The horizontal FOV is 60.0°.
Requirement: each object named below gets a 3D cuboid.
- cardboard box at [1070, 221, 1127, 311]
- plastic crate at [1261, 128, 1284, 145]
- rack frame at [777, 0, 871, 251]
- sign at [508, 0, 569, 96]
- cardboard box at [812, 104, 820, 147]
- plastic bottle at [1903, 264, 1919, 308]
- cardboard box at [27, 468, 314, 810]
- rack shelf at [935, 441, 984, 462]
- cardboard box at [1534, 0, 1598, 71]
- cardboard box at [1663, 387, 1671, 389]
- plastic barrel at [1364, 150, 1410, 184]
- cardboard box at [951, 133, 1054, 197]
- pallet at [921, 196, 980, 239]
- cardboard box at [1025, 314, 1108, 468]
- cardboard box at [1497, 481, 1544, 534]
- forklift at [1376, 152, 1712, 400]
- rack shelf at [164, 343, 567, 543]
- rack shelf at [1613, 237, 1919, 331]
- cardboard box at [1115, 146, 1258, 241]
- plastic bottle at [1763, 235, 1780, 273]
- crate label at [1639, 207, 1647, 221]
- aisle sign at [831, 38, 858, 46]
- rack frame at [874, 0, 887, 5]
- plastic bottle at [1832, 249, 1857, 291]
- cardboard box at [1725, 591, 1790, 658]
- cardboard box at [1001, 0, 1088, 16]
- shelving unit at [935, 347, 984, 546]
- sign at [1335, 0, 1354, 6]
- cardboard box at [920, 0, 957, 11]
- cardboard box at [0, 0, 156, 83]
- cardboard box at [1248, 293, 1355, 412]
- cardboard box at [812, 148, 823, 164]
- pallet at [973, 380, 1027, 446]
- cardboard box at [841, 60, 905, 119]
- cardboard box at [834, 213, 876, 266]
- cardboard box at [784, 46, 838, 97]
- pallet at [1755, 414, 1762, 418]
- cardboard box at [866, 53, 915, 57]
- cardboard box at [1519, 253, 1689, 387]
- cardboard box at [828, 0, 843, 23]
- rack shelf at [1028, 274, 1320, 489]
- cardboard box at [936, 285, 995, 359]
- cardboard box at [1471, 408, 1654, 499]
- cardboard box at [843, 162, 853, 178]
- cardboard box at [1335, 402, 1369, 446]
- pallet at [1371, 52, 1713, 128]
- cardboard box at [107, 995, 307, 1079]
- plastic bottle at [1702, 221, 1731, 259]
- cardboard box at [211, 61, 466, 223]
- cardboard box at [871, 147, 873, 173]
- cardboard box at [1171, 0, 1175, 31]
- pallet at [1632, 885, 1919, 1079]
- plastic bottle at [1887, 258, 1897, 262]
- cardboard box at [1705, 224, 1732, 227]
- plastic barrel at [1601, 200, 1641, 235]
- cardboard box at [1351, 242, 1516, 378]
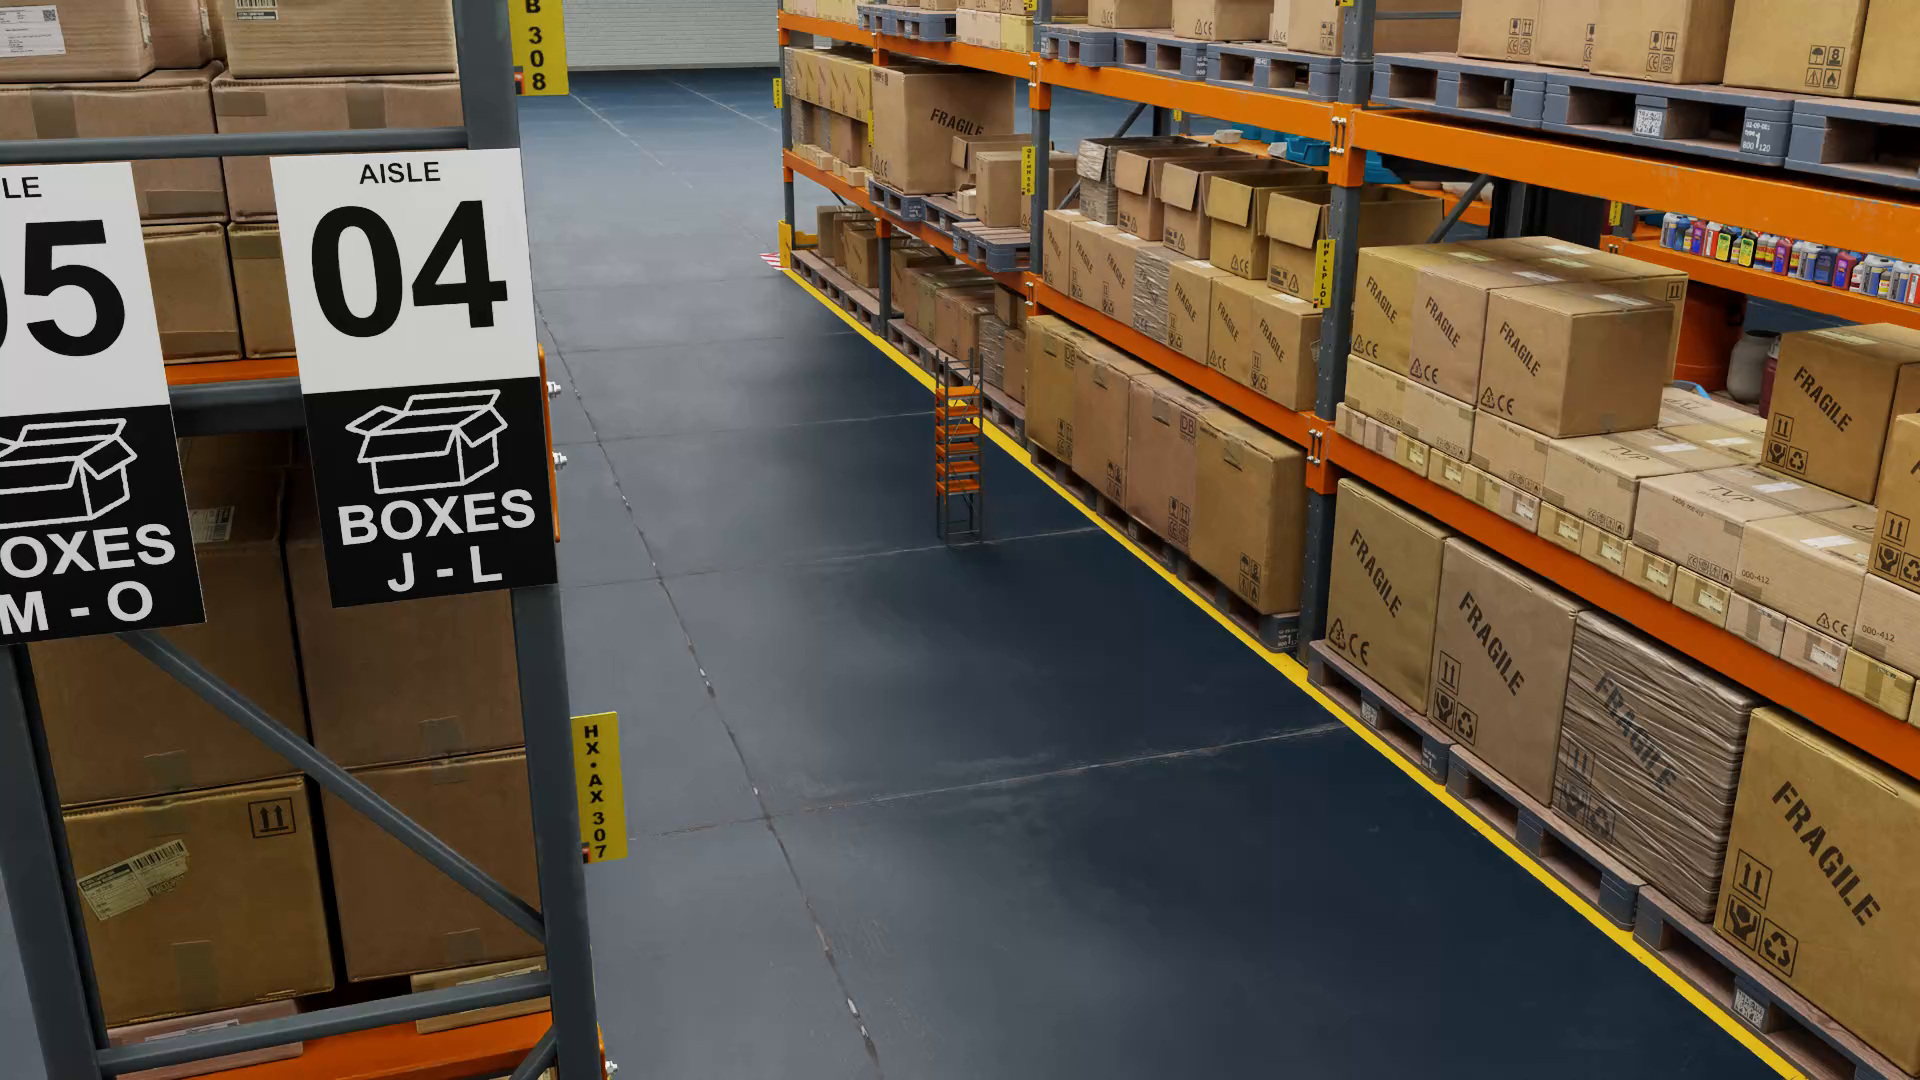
[{"bbox_3d":[1.046,-1.797,10.833,0.500,0.500,0.500,-7,21,-19],"label":"cardboard box"},{"bbox_3d":[3.815,-4.785,19.522,0.499,0.251,0.408,-6,21,-17],"label":"plastic crate"},{"bbox_3d":[-1.527,-4.667,18.973,1.000,3.000,0.127,-6,21,-17],"label":"rack frame"},{"bbox_3d":[-0.724,-0.919,2.807,0.100,0.325,0.005,-6,21,-17],"label":"sign"},{"bbox_3d":[-1.110,-4.527,17.995,0.875,0.500,0.500,-6,21,-17],"label":"cardboard box"},{"bbox_3d":[6.242,-1.655,10.771,0.152,0.276,0.135,-6,21,-17],"label":"plastic bottle"},{"bbox_3d":[-1.619,0.184,3.400,0.500,0.500,0.500,-7,21,-18],"label":"cardboard box"},{"bbox_3d":[-0.005,-0.528,10.242,0.258,0.103,0.180,-6,21,-17],"label":"rack shelf"},{"bbox_3d":[2.712,-2.102,6.476,0.700,0.500,0.500,-5,20,-14],"label":"cardboard box"},{"bbox_3d":[2.797,-0.606,7.448,0.500,0.250,0.500,-6,21,-16],"label":"cardboard box"},{"bbox_3d":[4.266,-3.989,16.344,0.600,0.901,0.708,-6,21,-17],"label":"plastic barrel"},{"bbox_3d":[0.362,-3.083,13.789,0.797,0.503,0.637,-4,20,-12],"label":"cardboard box"},{"bbox_3d":[0.326,-2.640,13.614,1.003,0.211,1.213,-6,21,-17],"label":"pallet"},{"bbox_3d":[1.184,-1.074,11.491,1.225,0.875,0.875,-7,21,-20],"label":"cardboard box"},{"bbox_3d":[2.429,-0.152,6.773,0.380,0.149,0.250,-6,21,-17],"label":"cardboard box"},{"bbox_3d":[2.834,-1.269,9.614,3.031,2.935,1.130,5,20,12],"label":"forklift"},{"bbox_3d":[-1.867,-0.753,4.702,1.077,0.370,4.000,-6,21,-17],"label":"rack shelf"},{"bbox_3d":[6.318,-1.646,11.625,1.077,0.370,4.000,-6,21,-17],"label":"rack shelf"},{"bbox_3d":[1.404,-2.173,10.398,0.797,0.503,0.637,-6,21,-16],"label":"cardboard box"},{"bbox_3d":[5.819,-2.056,11.892,0.097,0.271,0.097,0,20,0],"label":"plastic bottle"},{"bbox_3d":[5.633,-2.990,14.252,0.502,0.435,0.616,-6,21,-17],"label":"crate label"},{"bbox_3d":[-1.262,-5.942,18.677,0.394,0.787,0.004,-6,21,-17],"label":"aisle sign"},{"bbox_3d":[-0.270,-6.207,14.385,1.000,3.000,0.127,-6,21,-17],"label":"rack frame"},{"bbox_3d":[6.011,-1.846,11.290,0.061,0.283,0.133,-6,21,-17],"label":"plastic bottle"},{"bbox_3d":[2.838,0.262,5.622,0.380,0.149,0.250,-6,21,-16],"label":"cardboard box"},{"bbox_3d":[0.600,-3.920,11.569,0.500,0.500,0.500,-6,21,-16],"label":"cardboard box"},{"bbox_3d":[-0.005,-0.569,10.227,0.258,1.200,0.189,-6,21,-17],"label":"shelving unit"},{"bbox_3d":[1.732,-2.559,7.435,0.100,0.325,0.005,-6,21,-17],"label":"sign"},{"bbox_3d":[0.080,-4.578,13.513,0.797,0.503,0.637,-6,20,-15],"label":"cardboard box"},{"bbox_3d":[-1.622,-0.877,2.877,0.380,0.149,0.250,-7,21,-18],"label":"cardboard box"},{"bbox_3d":[1.838,-0.984,8.572,0.500,0.500,0.500,-6,21,-17],"label":"cardboard box"},{"bbox_3d":[-1.369,-4.109,17.790,0.380,0.149,0.250,-6,21,-17],"label":"cardboard box"},{"bbox_3d":[0.743,-1.038,12.995,1.003,0.211,1.213,-6,21,-17],"label":"pallet"},{"bbox_3d":[-0.831,-4.317,15.930,0.500,0.500,0.500,-6,21,-17],"label":"cardboard box"},{"bbox_3d":[-1.127,-3.298,18.237,0.500,0.500,0.500,-1,20,-3],"label":"cardboard box"},{"bbox_3d":[-1.613,-5.119,18.164,0.500,0.500,0.500,-6,21,-17],"label":"cardboard box"},{"bbox_3d":[6.356,-0.674,11.981,1.003,0.211,1.213,-6,21,-17],"label":"pallet"},{"bbox_3d":[-0.653,-4.693,16.977,0.500,0.500,0.500,-6,21,-17],"label":"cardboard box"},{"bbox_3d":[2.796,-0.958,7.319,0.500,0.500,0.500,-6,21,-17],"label":"cardboard box"},{"bbox_3d":[-0.981,-5.175,16.171,0.500,0.250,0.500,-7,21,-18],"label":"cardboard box"},{"bbox_3d":[1.616,-1.119,10.160,1.077,0.370,4.000,-6,21,-17],"label":"rack shelf"},{"bbox_3d":[0.211,-1.880,14.261,0.700,0.500,0.500,-8,21,-22],"label":"cardboard box"},{"bbox_3d":[2.463,-0.381,6.822,0.500,0.250,0.500,-6,21,-16],"label":"cardboard box"},{"bbox_3d":[-0.963,-3.709,16.678,0.380,0.149,0.250,-6,21,-17],"label":"cardboard box"},{"bbox_3d":[2.021,-0.568,7.931,0.380,0.149,0.250,-6,21,-17],"label":"cardboard box"},{"bbox_3d":[2.491,-1.922,7.025,1.003,0.211,1.213,-6,21,-17],"label":"pallet"},{"bbox_3d":[-1.610,1.006,3.551,0.380,0.149,0.250,-6,21,-17],"label":"cardboard box"},{"bbox_3d":[5.664,-2.246,12.416,0.152,0.276,0.135,-6,21,-17],"label":"plastic bottle"},{"bbox_3d":[-1.133,-0.786,3.213,0.500,0.250,0.500,-6,21,-16],"label":"cardboard box"},{"bbox_3d":[-0.353,-3.721,15.752,0.875,0.500,0.500,-6,21,-17],"label":"cardboard box"},{"bbox_3d":[1.602,-3.300,9.961,0.500,0.500,0.500,-5,20,-14],"label":"cardboard box"},{"bbox_3d":[3.176,1.532,5.840,1.003,0.211,1.213,-6,21,-17],"label":"pallet"},{"bbox_3d":[6.239,-1.790,11.153,0.097,0.271,0.097,0,20,0],"label":"plastic bottle"},{"bbox_3d":[8.782,-3.464,19.069,0.500,0.250,0.500,-6,21,-17],"label":"cardboard box"},{"bbox_3d":[5.256,-2.807,13.592,0.600,0.536,0.708,-6,21,-17],"label":"plastic barrel"},{"bbox_3d":[2.152,-1.058,7.596,0.500,0.500,0.500,-6,21,-17],"label":"cardboard box"}]
